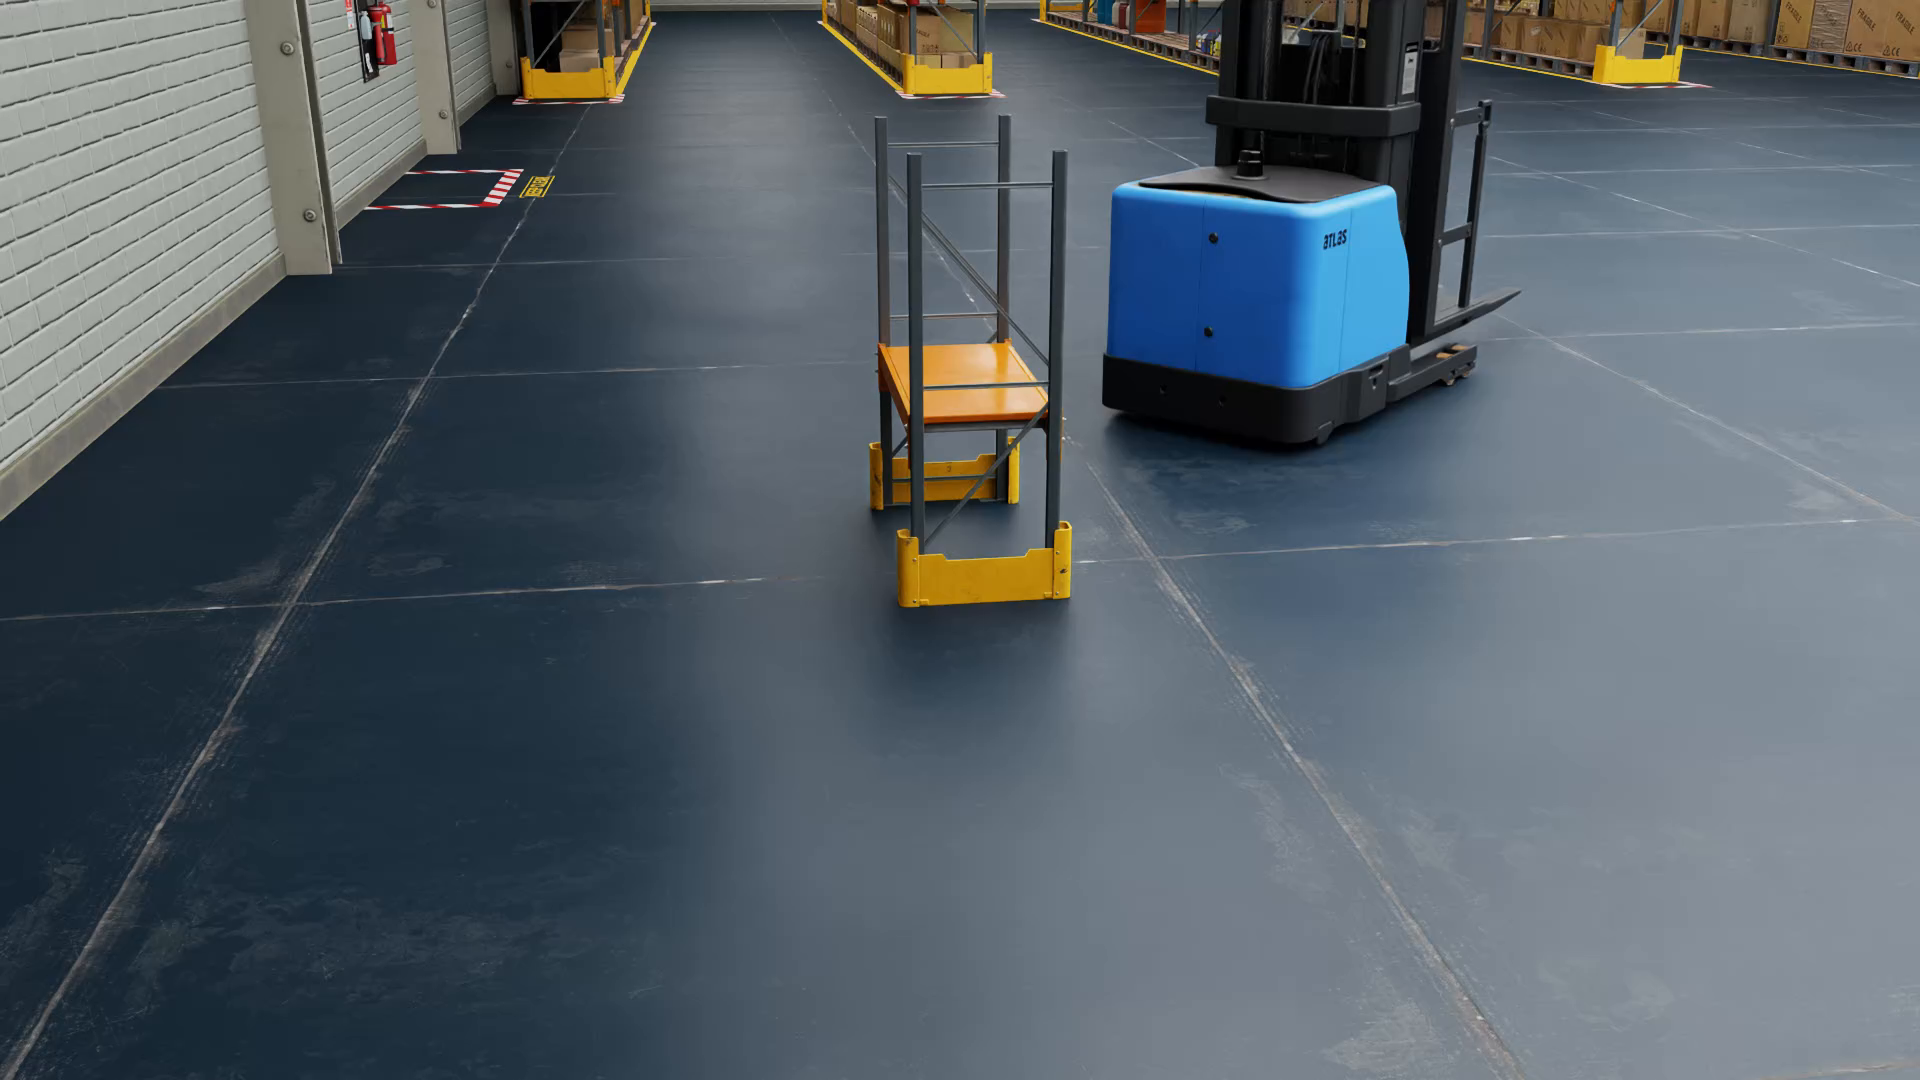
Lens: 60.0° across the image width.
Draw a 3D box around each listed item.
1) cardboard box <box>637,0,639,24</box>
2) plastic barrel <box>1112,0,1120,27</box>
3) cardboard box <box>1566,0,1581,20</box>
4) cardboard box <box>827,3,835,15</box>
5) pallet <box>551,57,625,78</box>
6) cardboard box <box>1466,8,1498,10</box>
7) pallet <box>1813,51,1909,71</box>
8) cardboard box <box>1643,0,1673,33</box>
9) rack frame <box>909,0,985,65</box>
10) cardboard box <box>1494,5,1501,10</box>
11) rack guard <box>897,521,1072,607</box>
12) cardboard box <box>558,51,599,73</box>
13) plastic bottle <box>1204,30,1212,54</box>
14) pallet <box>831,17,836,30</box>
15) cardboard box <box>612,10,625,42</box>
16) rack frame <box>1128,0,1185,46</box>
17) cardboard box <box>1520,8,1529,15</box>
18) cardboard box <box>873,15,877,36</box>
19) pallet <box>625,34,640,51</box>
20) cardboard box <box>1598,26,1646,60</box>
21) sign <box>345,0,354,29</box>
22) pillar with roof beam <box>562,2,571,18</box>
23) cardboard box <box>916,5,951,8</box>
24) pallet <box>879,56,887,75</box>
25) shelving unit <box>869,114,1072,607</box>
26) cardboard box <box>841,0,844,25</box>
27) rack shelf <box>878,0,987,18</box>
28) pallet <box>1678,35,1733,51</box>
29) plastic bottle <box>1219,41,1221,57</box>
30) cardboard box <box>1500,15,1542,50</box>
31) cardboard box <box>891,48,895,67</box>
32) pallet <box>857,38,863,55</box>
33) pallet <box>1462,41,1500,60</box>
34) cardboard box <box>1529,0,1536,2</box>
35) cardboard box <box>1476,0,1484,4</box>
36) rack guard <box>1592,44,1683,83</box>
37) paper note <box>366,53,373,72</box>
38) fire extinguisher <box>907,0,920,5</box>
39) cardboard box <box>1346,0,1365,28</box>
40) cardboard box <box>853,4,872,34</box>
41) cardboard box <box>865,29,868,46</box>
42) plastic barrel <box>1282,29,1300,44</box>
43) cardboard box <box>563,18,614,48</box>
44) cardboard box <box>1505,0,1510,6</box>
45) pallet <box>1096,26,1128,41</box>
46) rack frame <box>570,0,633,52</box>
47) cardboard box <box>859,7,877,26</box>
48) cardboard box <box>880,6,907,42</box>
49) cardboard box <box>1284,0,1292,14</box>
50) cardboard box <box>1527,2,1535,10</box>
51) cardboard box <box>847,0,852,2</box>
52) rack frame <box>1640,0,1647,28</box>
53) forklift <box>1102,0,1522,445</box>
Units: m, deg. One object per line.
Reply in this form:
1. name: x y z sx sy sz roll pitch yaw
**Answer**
1. cardboard box: -6.580 -10.288 31.947 0.750 0.750 0.750 -3 21 -7
2. plastic barrel: 3.158 -10.213 32.230 0.421 0.512 0.421 0 20 0
3. cardboard box: 12.748 -10.855 33.965 0.500 0.500 0.500 -2 21 -5
4. cardboard box: -2.607 -11.495 36.008 0.500 0.250 0.500 -3 21 -8
5. pallet: -5.517 -7.010 24.683 1.003 0.211 1.213 -3 21 -8
6. cardboard box: 8.858 -8.905 28.716 0.700 0.500 0.500 -5 21 -12
7. pallet: 14.190 -7.515 26.035 1.003 0.211 1.213 -3 21 -8
8. cardboard box: 13.401 -9.824 30.847 1.050 0.750 0.750 -3 21 -8
9. rack frame: -0.171 -7.413 21.778 1.000 3.000 0.127 -3 21 -8
10. cardboard box: 12.178 -11.890 37.237 0.380 0.149 0.250 -4 21 -10
11. rack guard: 0.083 0.082 5.640 0.587 0.250 0.087 -3 21 -8
12. cardboard box: -5.083 -6.353 22.152 0.500 0.311 0.500 -5 21 -14
13. plastic bottle: 3.861 -7.712 25.733 0.144 0.351 0.185 -2 21 -6
14. pallet: -2.178 -10.923 35.160 1.003 0.211 1.213 -3 21 -8
15. cardboard box: -6.070 -8.720 28.221 0.700 0.500 0.500 -3 21 -7
16. rack frame: 3.578 -10.432 29.859 1.000 3.000 0.127 -3 21 -8
17. cardboard box: 12.375 -11.444 36.043 0.380 0.149 0.250 -4 21 -10
18. cardboard box: -1.089 -8.095 26.132 0.500 0.311 0.500 -3 21 -8
19. pallet: -6.264 -8.902 29.750 1.003 0.211 1.213 -3 21 -8
20. cardboard box: 9.559 -7.154 24.057 0.500 0.500 0.500 1 20 2
21. sign: -4.868 -4.246 13.246 0.001 0.329 0.234 -3 21 -8
22. pillar with roof beam: -3.499 -14.543 32.293 9.100 9.000 0.400 -3 21 -8
23. cardboard box: -0.404 -7.735 24.897 0.500 0.500 0.500 -3 21 -8
24. pallet: -0.674 -7.215 25.231 1.003 0.211 1.213 -3 21 -8
25. shelving unit: 0.011 -0.676 5.883 0.587 1.500 1.083 -3 21 -8
26. cardboard box: -2.072 -10.423 32.781 0.500 0.500 0.500 -4 21 -10
27. rack shelf: -0.459 -7.769 23.757 1.077 0.370 4.000 -3 21 -8
28. pallet: 13.614 -8.892 29.722 1.003 0.211 1.213 -3 21 -8
29. plastic bottle: 3.976 -7.435 24.992 0.144 0.351 0.185 -2 21 -6
30. cardboard box: 9.074 -8.182 26.807 0.500 0.500 0.500 -4 21 -9
31. cardboard box: -0.698 -6.838 23.568 0.500 0.250 0.500 -3 21 -8
32. pallet: -1.244 -8.590 28.913 1.003 0.211 1.213 -3 21 -8
33. pallet: 8.942 -8.260 28.029 1.003 0.211 1.213 -3 21 -8
34. cardboard box: 12.441 -11.618 35.659 0.380 0.149 0.250 -3 21 -7
35. cardboard box: 12.054 -12.375 38.111 0.380 0.149 0.250 -3 21 -8
36. rack guard: 9.622 -6.767 23.620 1.175 0.500 0.348 -3 21 -8
37. paper note: -4.888 -3.949 13.760 0.016 0.148 0.142 -3 21 -8
38. fire extinguisher: -0.613 -7.313 21.619 0.296 0.674 0.183 -3 21 -8
39. cardboard box: 8.280 -10.432 32.296 1.225 0.875 0.875 -3 21 -8
40. cardboard box: -1.691 -9.530 30.389 0.500 0.500 0.500 -2 21 -6
41. cardboard box: -1.311 -8.364 27.654 0.500 0.250 0.500 -2 21 -7
42. plastic barrel: 4.561 -6.917 23.405 0.421 0.512 0.421 0 20 0
43. cardboard box: -5.771 -7.836 25.854 0.700 0.500 0.500 -2 21 -6
44. cardboard box: 12.348 -11.928 36.913 0.380 0.149 0.250 -2 21 -5
45. pallet: 3.251 -9.818 32.201 1.003 0.211 1.213 -3 21 -8
46. rack frame: -6.225 -9.932 28.521 1.000 3.000 0.127 -3 21 -8
47. cardboard box: -1.455 -8.977 28.492 0.500 0.311 0.500 -3 21 -9
48. cardboard box: -0.910 -7.709 24.827 0.500 0.500 0.500 -3 21 -8
49. cardboard box: 7.629 -12.120 36.816 0.875 0.875 0.875 -3 21 -8
50. cardboard box: 12.414 -11.468 35.683 0.380 0.149 0.250 -4 21 -10
51. cardboard box: -1.855 -10.255 31.258 0.500 0.250 0.500 -3 21 -9
52. rack frame: 13.402 -10.897 31.104 1.000 3.000 0.127 -3 21 -8
53. forklift: 1.963 -2.234 8.008 1.130 2.935 3.031 15 25 35
